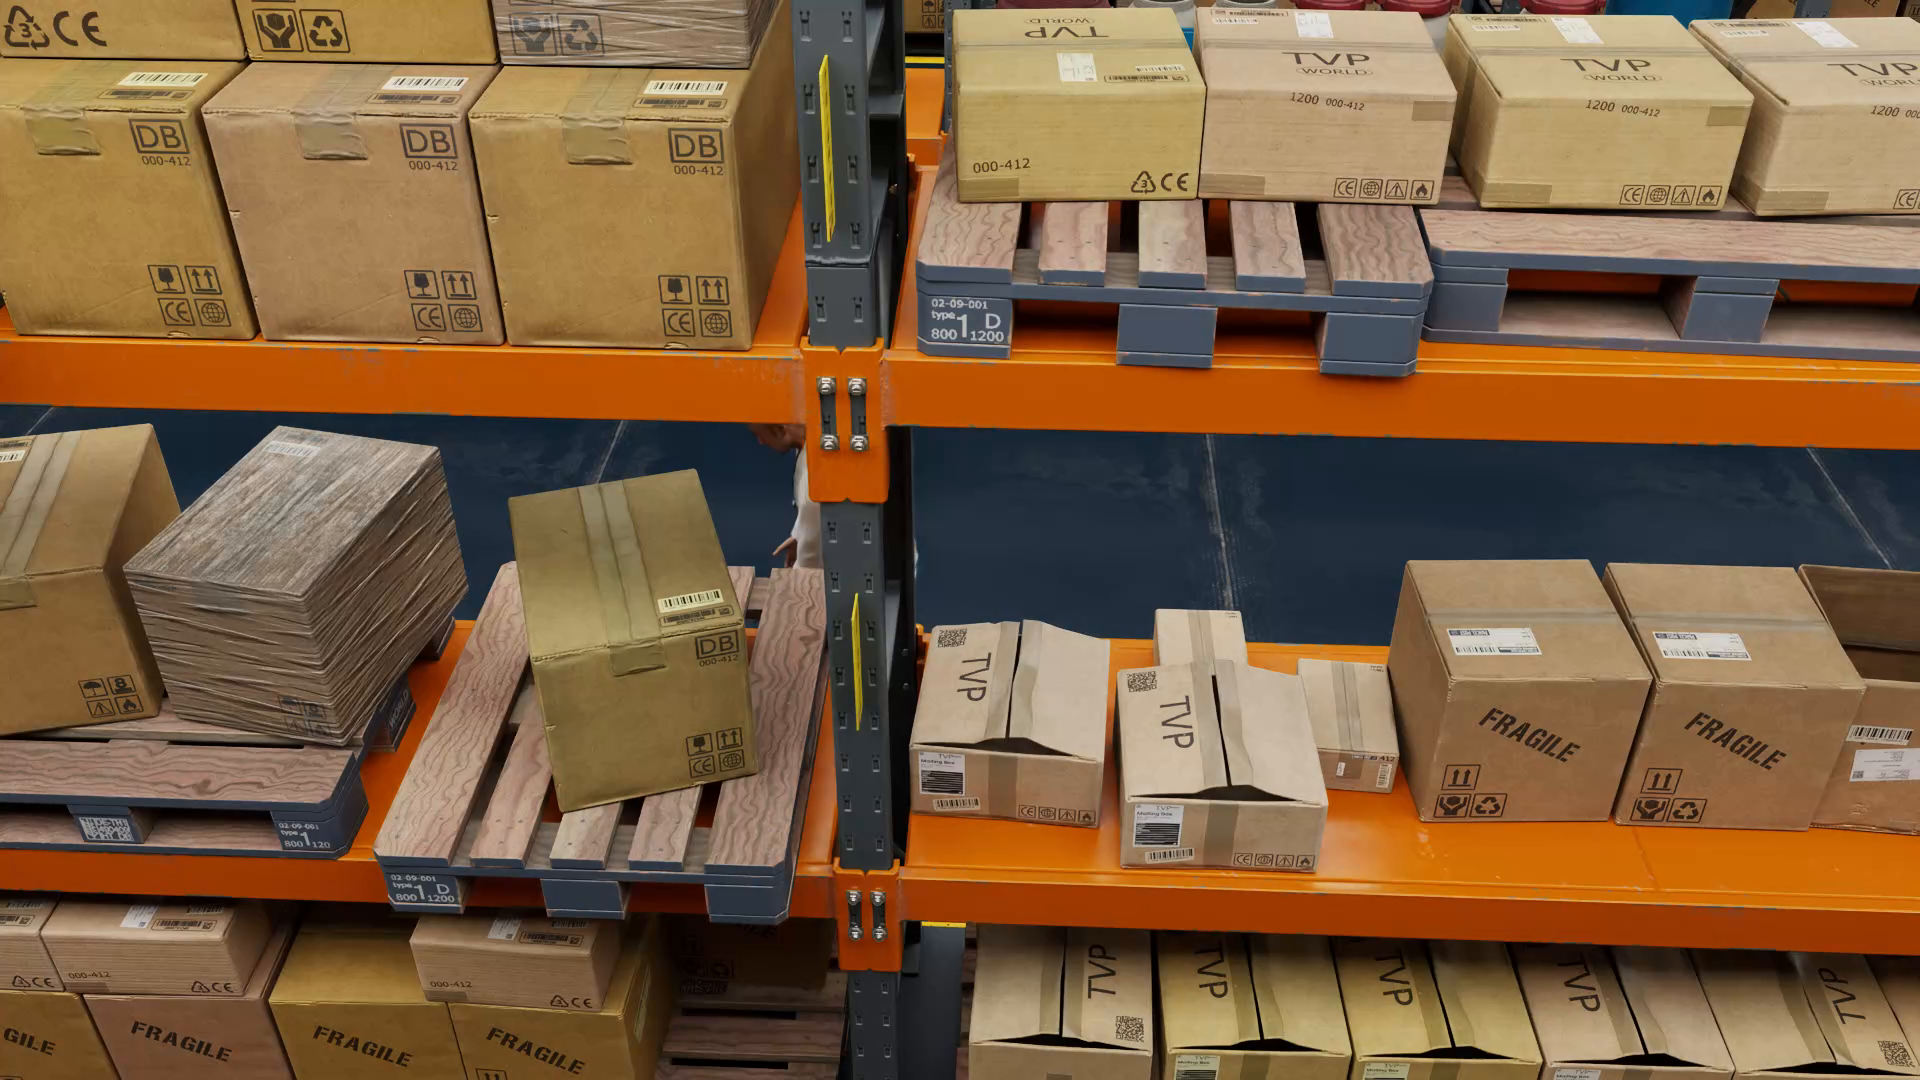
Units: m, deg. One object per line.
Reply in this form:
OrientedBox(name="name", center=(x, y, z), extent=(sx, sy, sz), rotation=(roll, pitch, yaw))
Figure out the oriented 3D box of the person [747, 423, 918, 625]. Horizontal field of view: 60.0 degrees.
OrientedBox(name="person", center=(-0.455, 0.114, 6.168), extent=(0.588, 1.588, 0.623), rotation=(2, 35, 2))
